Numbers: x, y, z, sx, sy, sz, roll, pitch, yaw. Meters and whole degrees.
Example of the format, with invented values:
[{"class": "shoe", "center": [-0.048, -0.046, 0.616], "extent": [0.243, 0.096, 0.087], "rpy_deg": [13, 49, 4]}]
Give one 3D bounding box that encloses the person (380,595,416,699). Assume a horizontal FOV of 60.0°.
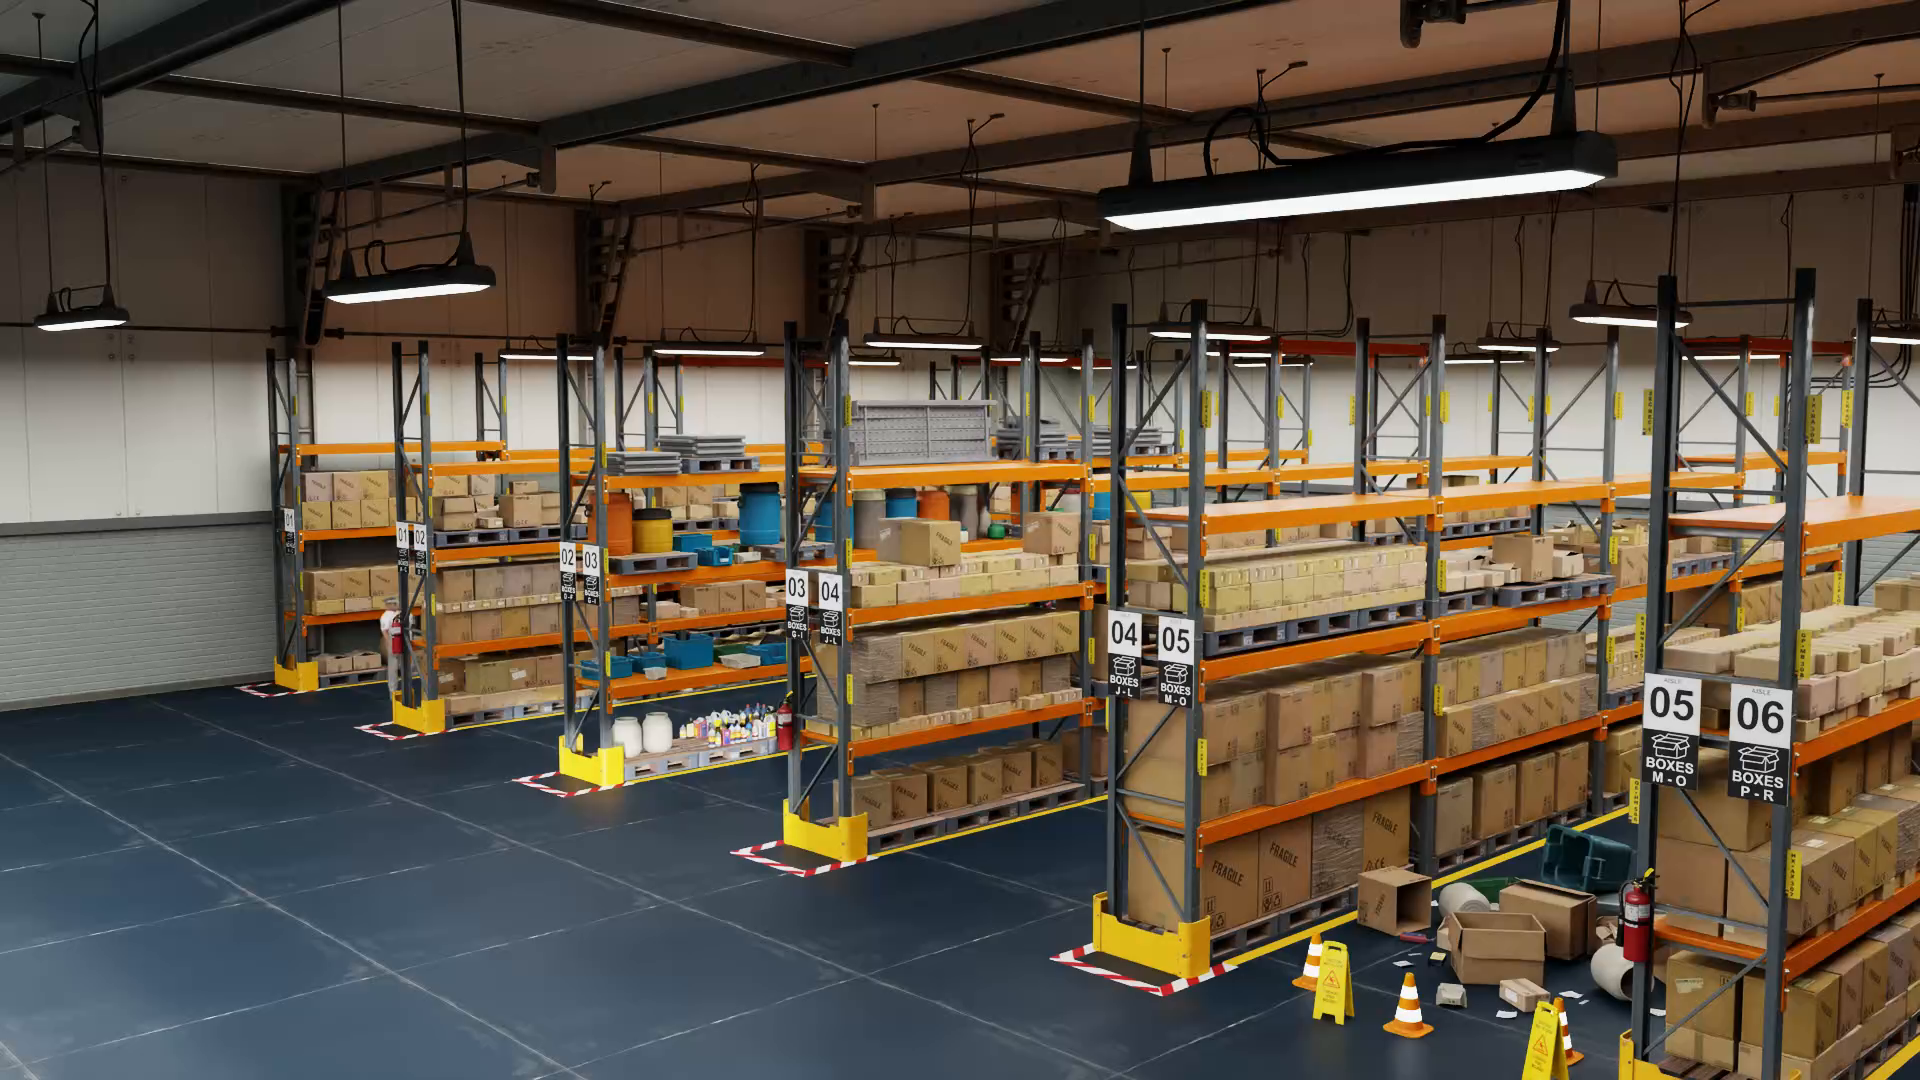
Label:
[{"class": "person", "center": [-9.611, 1.840, 28.478], "extent": [0.600, 1.788, 0.621], "rpy_deg": [5, 7, 44]}]
